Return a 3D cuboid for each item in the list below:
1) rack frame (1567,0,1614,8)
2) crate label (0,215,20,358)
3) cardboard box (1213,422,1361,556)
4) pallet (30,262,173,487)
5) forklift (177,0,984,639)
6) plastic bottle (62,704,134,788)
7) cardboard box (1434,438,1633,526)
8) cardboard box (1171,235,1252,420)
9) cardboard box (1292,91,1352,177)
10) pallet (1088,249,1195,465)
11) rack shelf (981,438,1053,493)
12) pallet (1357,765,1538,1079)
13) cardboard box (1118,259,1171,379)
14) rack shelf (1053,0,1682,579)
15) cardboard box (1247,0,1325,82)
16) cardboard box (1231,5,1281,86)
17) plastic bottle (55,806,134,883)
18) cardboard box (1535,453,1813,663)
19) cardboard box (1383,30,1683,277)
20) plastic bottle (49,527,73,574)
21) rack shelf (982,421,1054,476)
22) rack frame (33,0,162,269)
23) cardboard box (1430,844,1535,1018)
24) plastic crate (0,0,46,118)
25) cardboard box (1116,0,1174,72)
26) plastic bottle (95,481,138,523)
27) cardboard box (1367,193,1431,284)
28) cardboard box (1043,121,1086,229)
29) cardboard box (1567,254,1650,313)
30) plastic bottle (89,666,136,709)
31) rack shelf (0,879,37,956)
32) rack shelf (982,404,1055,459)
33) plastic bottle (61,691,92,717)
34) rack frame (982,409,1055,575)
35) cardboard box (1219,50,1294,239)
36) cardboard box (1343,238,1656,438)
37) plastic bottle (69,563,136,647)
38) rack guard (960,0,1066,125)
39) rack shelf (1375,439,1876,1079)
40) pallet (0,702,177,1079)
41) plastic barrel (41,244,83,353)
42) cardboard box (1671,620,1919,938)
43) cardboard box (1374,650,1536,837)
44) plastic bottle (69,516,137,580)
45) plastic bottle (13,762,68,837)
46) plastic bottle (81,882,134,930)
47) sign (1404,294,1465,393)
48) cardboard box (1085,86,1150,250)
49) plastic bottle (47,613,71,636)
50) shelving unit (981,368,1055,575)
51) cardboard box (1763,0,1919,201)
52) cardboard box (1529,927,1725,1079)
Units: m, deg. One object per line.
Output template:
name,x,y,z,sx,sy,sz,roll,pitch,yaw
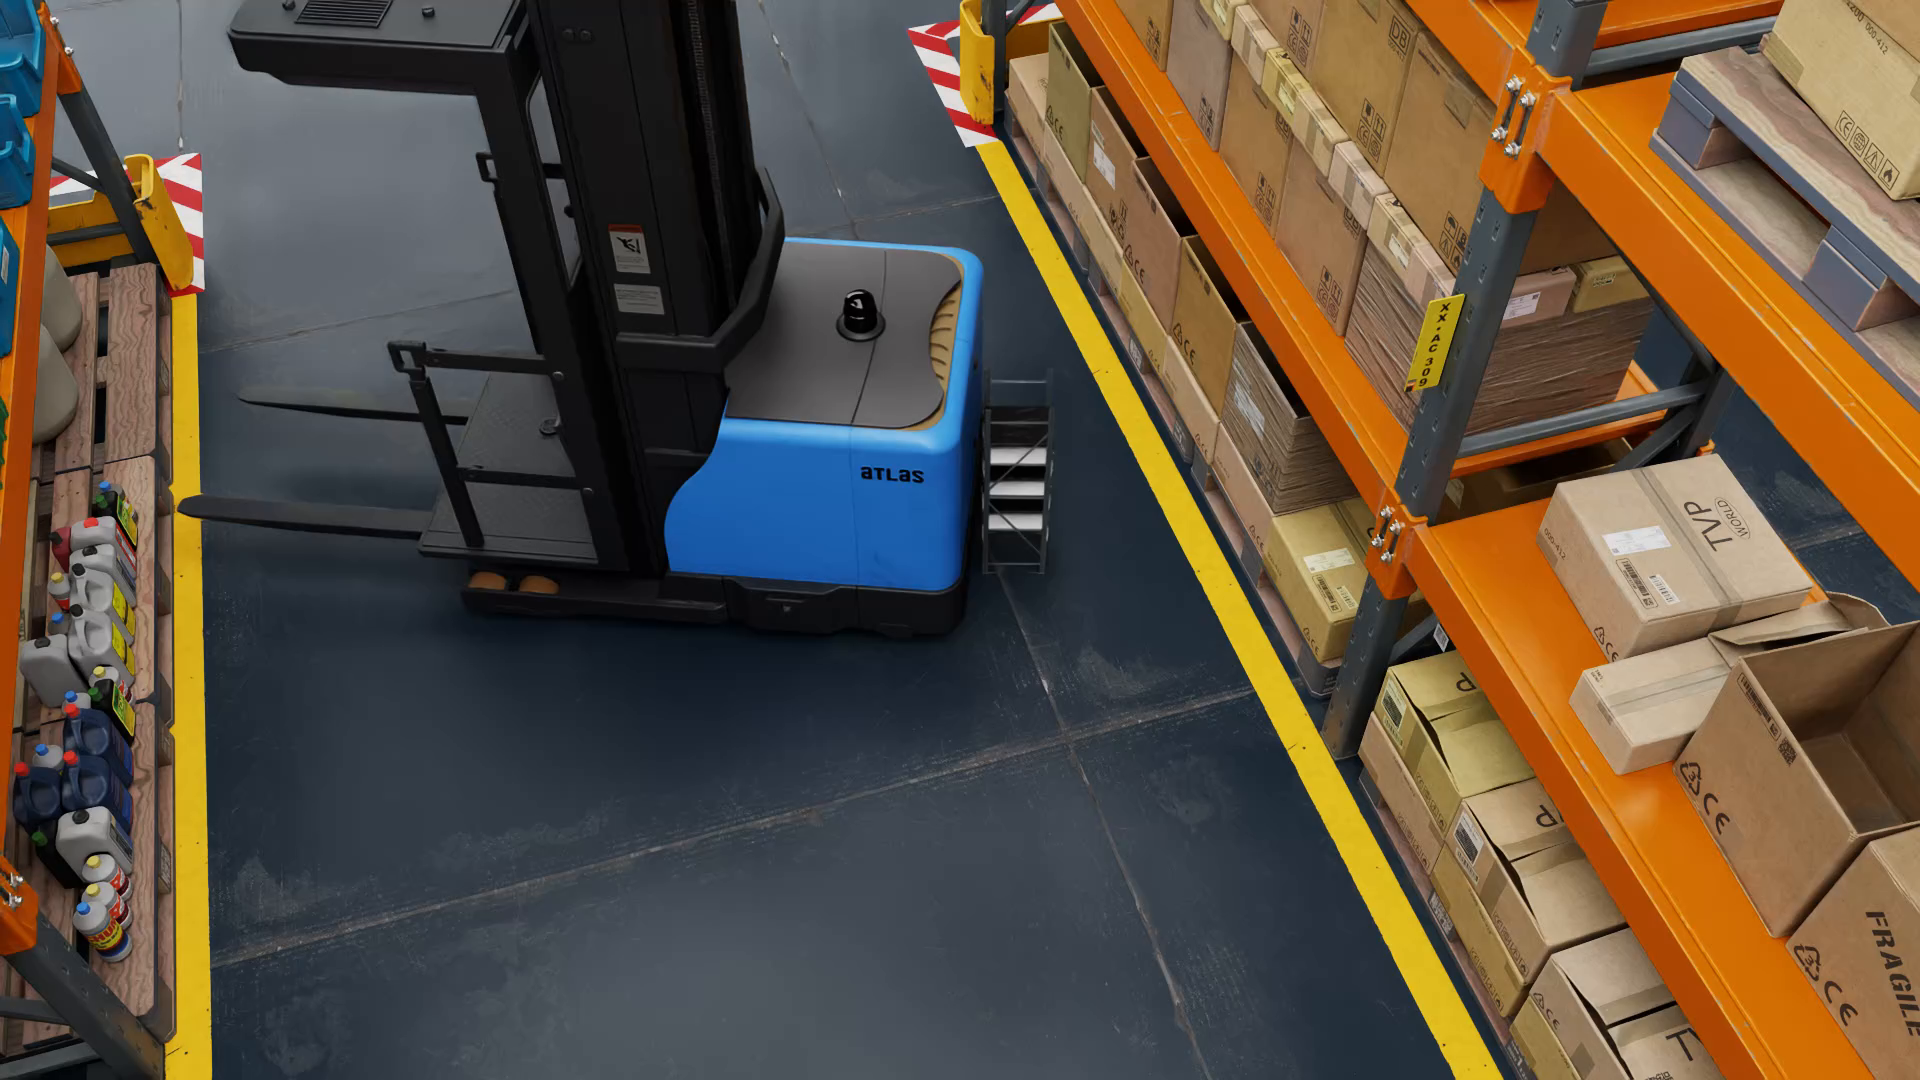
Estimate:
rack frame,1.782,-2.273,2.570,1.000,3.000,0.127,-13,51,-11
crate label,-3.331,-0.871,5.289,0.502,0.435,0.616,-13,51,-11
cardboard box,1.298,-0.245,6.308,0.500,0.250,0.500,-13,51,-11
pallet,-3.831,-0.605,6.912,1.003,0.211,1.213,-13,51,-11
forklift,-1.451,-1.054,5.511,3.031,2.935,1.130,4,50,4
plastic bottle,-2.849,0.669,5.459,0.144,0.351,0.185,-15,52,-13
cardboard box,1.944,-0.239,5.813,0.500,0.500,0.500,-13,51,-11
cardboard box,1.148,-0.851,6.329,0.500,0.500,0.500,-13,51,-11
cardboard box,1.267,-1.294,5.179,0.380,0.149,0.250,-13,51,-11
pallet,1.223,-0.923,7.180,1.003,0.211,1.213,-13,51,-11
rack shelf,0.208,-0.274,6.107,0.258,0.077,0.200,0,50,0
pallet,2.037,1.089,5.483,1.003,0.211,1.213,-13,51,-11
cardboard box,0.987,-0.972,6.921,0.500,0.250,0.500,-13,51,-11
rack shelf,1.191,-1.568,6.370,1.077,0.370,4.000,-13,51,-11
cardboard box,1.347,-1.847,5.221,0.700,0.500,0.500,-13,51,-11
cardboard box,1.123,-1.658,5.486,0.380,0.149,0.250,-12,51,-10
plastic bottle,-2.748,0.953,5.268,0.152,0.276,0.135,-12,51,-10
cardboard box,1.969,0.059,4.626,0.500,0.250,0.500,-10,51,-9
cardboard box,1.645,-1.112,4.601,0.700,0.500,0.500,-13,51,-11
plastic bottle,-3.225,0.048,6.027,0.061,0.283,0.133,-13,51,-11
rack shelf,0.208,-0.332,6.039,0.258,0.077,0.200,0,50,0
rack frame,-4.134,-2.143,6.384,1.000,3.000,0.127,-13,51,-11
cardboard box,1.815,1.136,5.144,0.500,0.250,0.500,-12,51,-10
plastic crate,-3.700,-1.797,6.190,0.499,0.251,0.616,-13,51,-11
cardboard box,1.026,-2.202,6.369,0.700,0.500,0.500,-13,51,-11
plastic bottle,-3.172,-0.141,6.239,0.097,0.201,0.097,0,50,0
cardboard box,1.426,-0.911,4.856,0.380,0.149,0.250,-14,51,-12
cardboard box,0.697,-1.703,7.537,0.500,0.250,0.500,-13,51,-11
cardboard box,1.888,-0.820,4.780,0.380,0.149,0.250,-13,51,-11
plastic bottle,-2.910,0.505,5.694,0.097,0.201,0.097,0,50,0
rack shelf,-2.359,2.471,2.965,1.077,0.370,4.000,-13,51,-11
rack shelf,0.208,-0.390,5.970,0.258,0.077,0.200,0,50,0
plastic bottle,-2.928,0.596,5.572,0.097,0.271,0.097,0,50,0
rack frame,0.207,-0.159,6.085,0.240,0.900,0.006,0,50,0
cardboard box,1.338,-1.445,5.730,0.700,0.500,0.500,-13,51,-10
cardboard box,1.645,-0.694,5.097,0.700,0.500,0.500,-15,51,-12
plastic bottle,-3.030,0.223,5.835,0.144,0.351,0.185,-11,51,-9
rack guard,0.592,-2.472,8.297,1.175,0.500,0.348,-13,51,-11
rack shelf,2.374,1.354,3.907,1.077,0.370,4.000,-13,51,-11
pallet,-3.110,1.177,5.409,1.003,0.211,1.213,-13,51,-11
plastic barrel,-3.866,-1.013,6.784,0.421,0.512,0.421,0,50,0
cardboard box,2.149,0.578,4.025,0.500,0.500,0.500,-10,51,-8
cardboard box,1.666,0.589,5.238,0.500,0.311,0.500,-13,51,-11
plastic bottle,-3.123,0.025,6.050,0.152,0.276,0.135,-13,51,-11
plastic bottle,-2.931,0.840,5.315,0.144,0.351,0.185,-13,51,-11
plastic bottle,-2.656,1.132,5.166,0.097,0.201,0.097,0,50,0
sign,1.252,-0.517,4.395,0.100,0.325,0.005,-13,51,-11
cardboard box,0.855,-1.582,6.945,0.500,0.500,0.500,-13,51,-11
plastic bottle,-3.132,0.330,5.842,0.097,0.201,0.097,0,50,0
shelving unit,0.208,-0.237,6.151,0.258,0.900,0.210,0,50,0
cardboard box,1.955,-0.941,3.232,0.500,0.250,0.500,-9,50,-7
cardboard box,1.964,1.334,4.610,0.500,0.311,0.500,-15,51,-12
